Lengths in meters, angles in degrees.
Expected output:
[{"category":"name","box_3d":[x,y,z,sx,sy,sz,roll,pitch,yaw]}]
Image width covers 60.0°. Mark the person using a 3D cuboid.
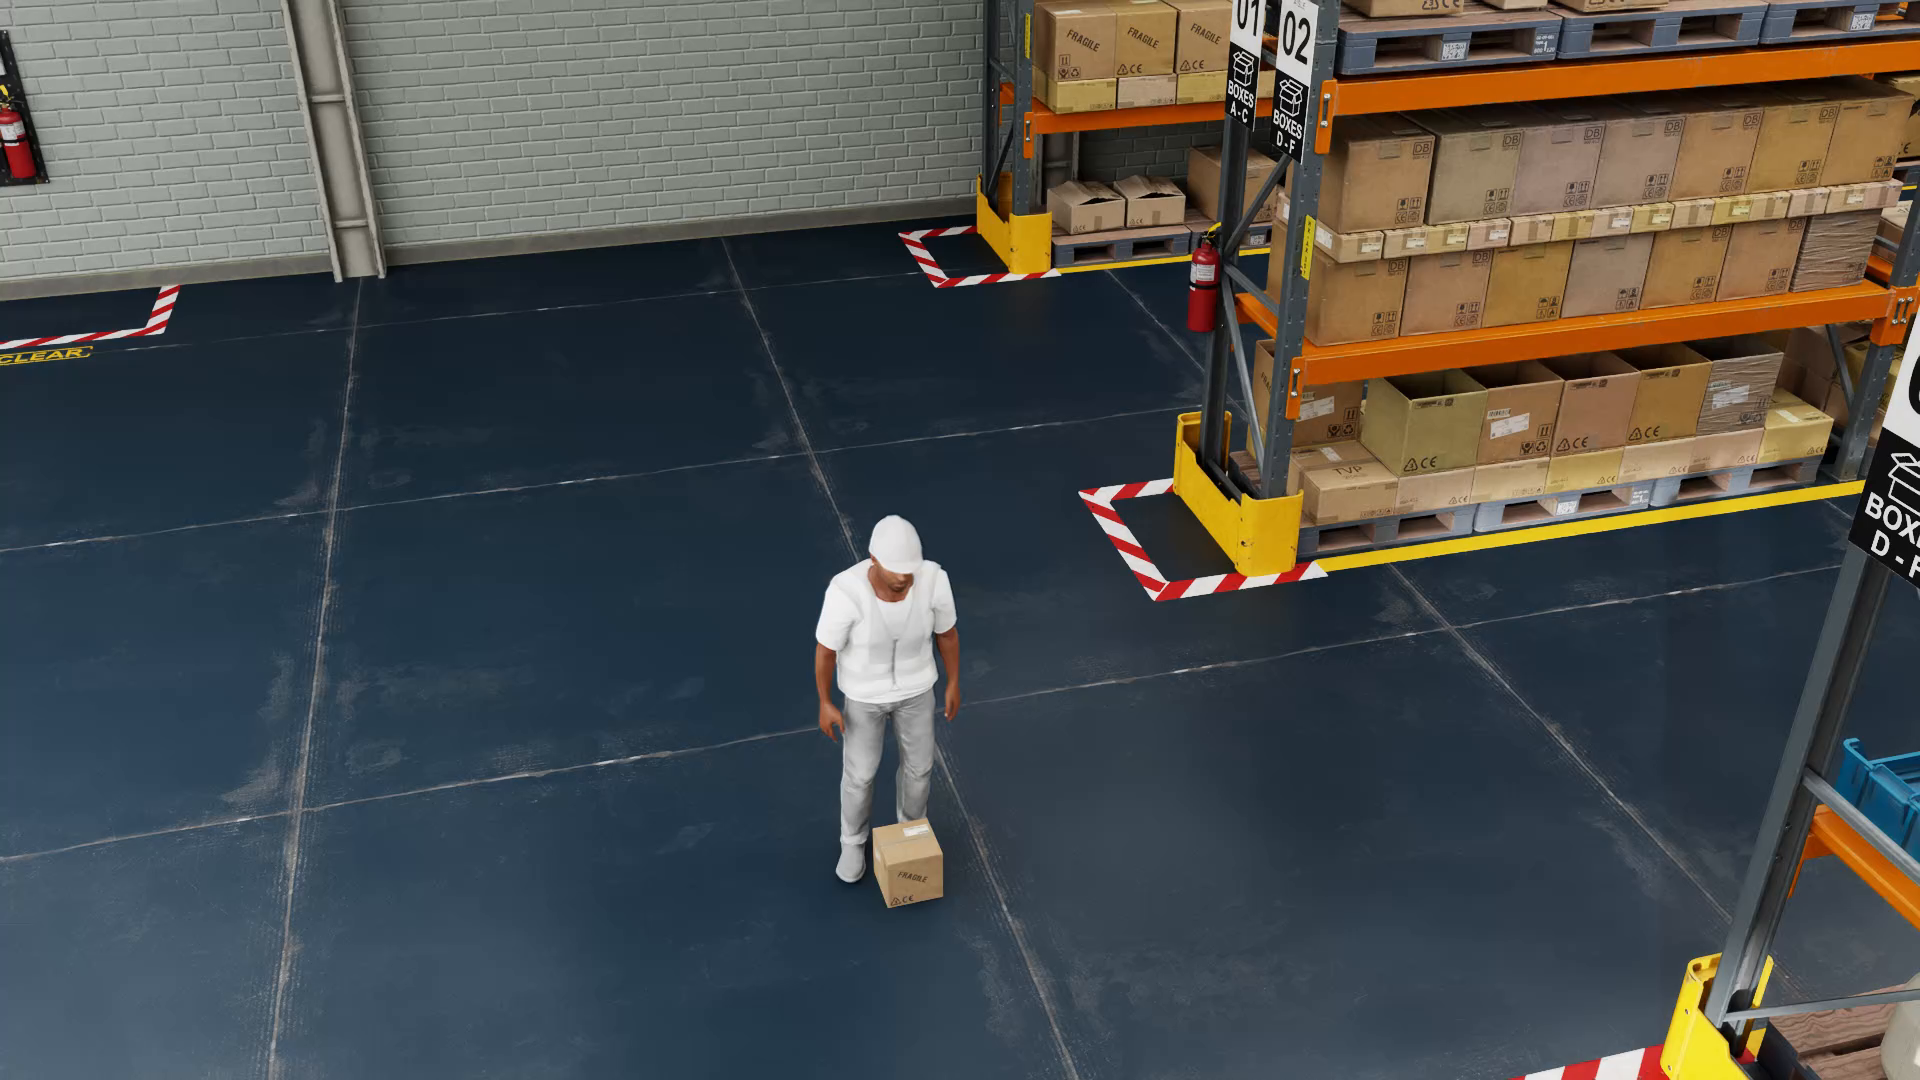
[{"category":"person","box_3d":[-0.298,0.657,7.092,0.632,1.757,0.463,-8,31,-14]}]
